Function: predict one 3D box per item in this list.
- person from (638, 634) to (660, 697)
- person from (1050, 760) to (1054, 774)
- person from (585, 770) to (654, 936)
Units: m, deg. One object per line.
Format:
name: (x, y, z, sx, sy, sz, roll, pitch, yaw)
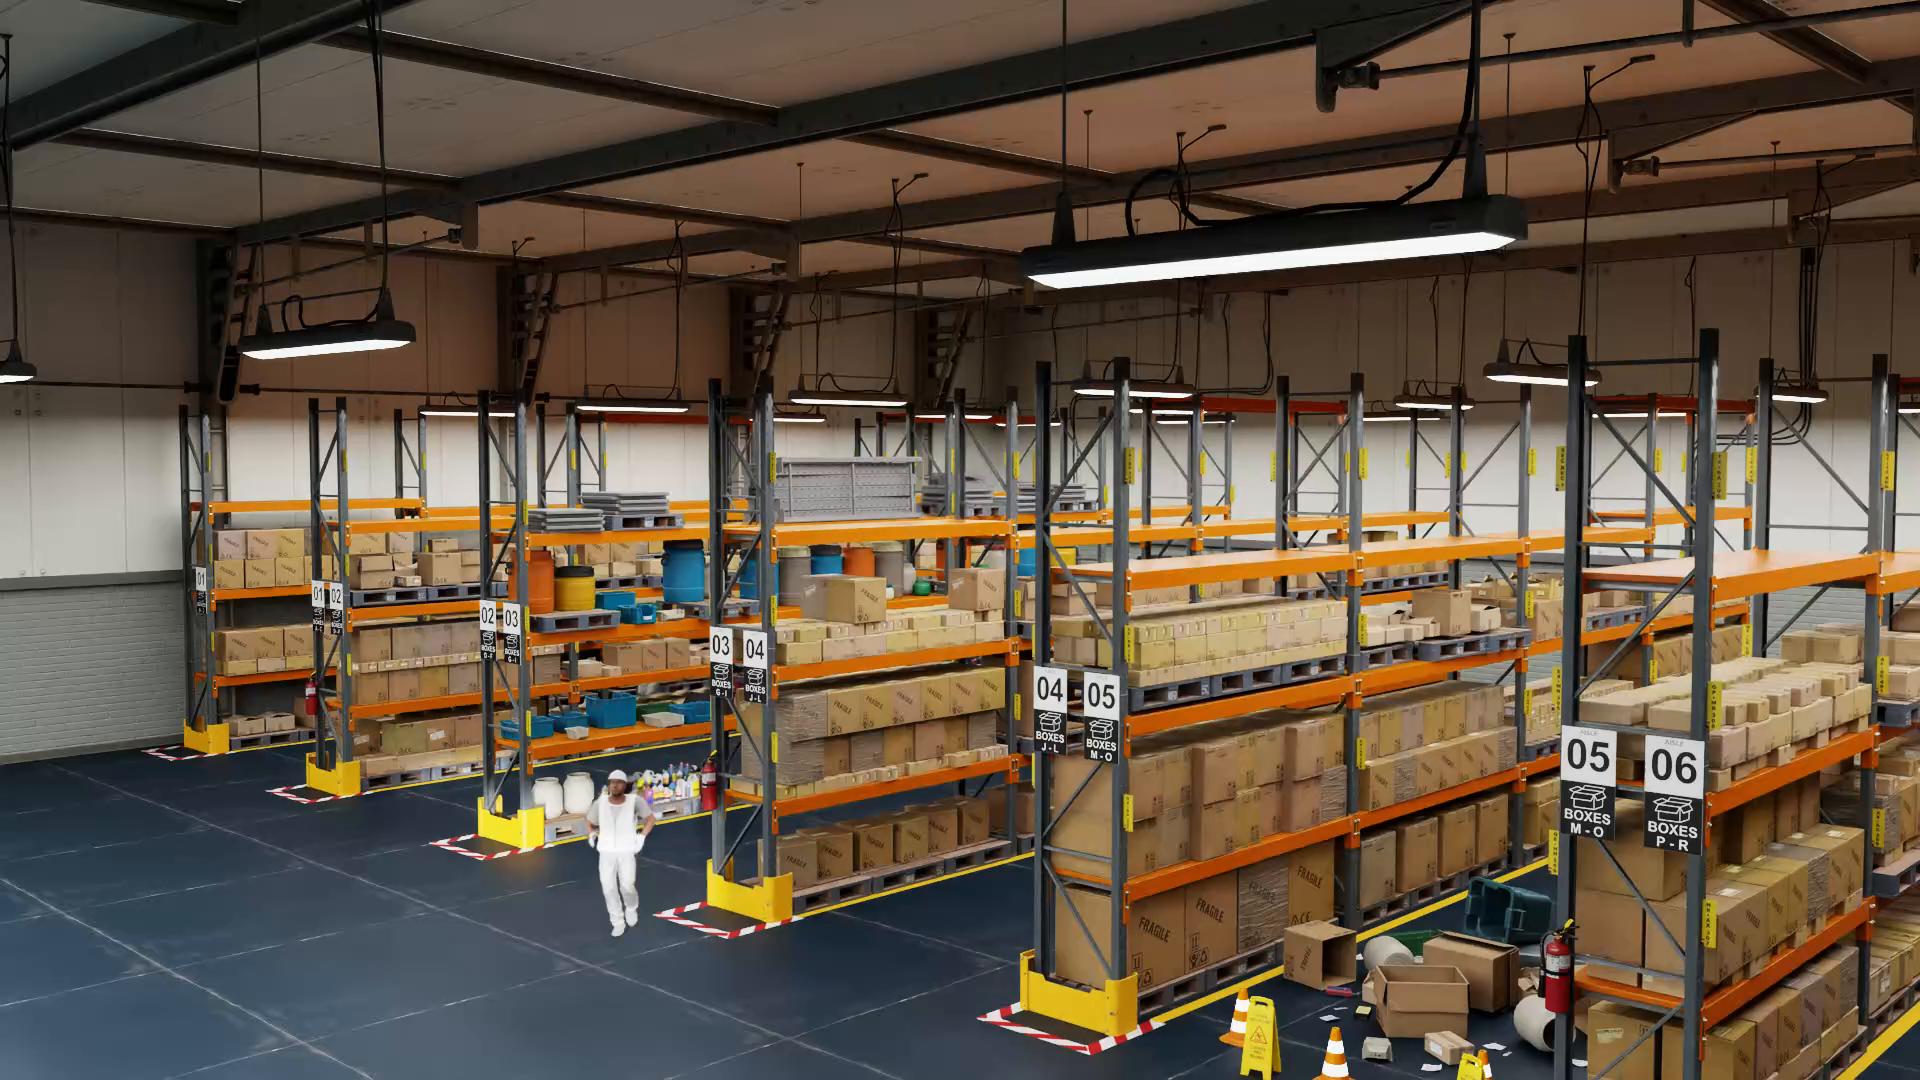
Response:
person: (-5.942, 2.604, 32.110, 0.652, 1.739, 0.613, 2, 4, 36)
person: (1.538, 2.937, 26.474, 0.550, 1.721, 0.704, 2, 4, 32)
person: (-3.679, 3.363, 17.895, 0.735, 1.771, 0.581, 0, 3, -3)
